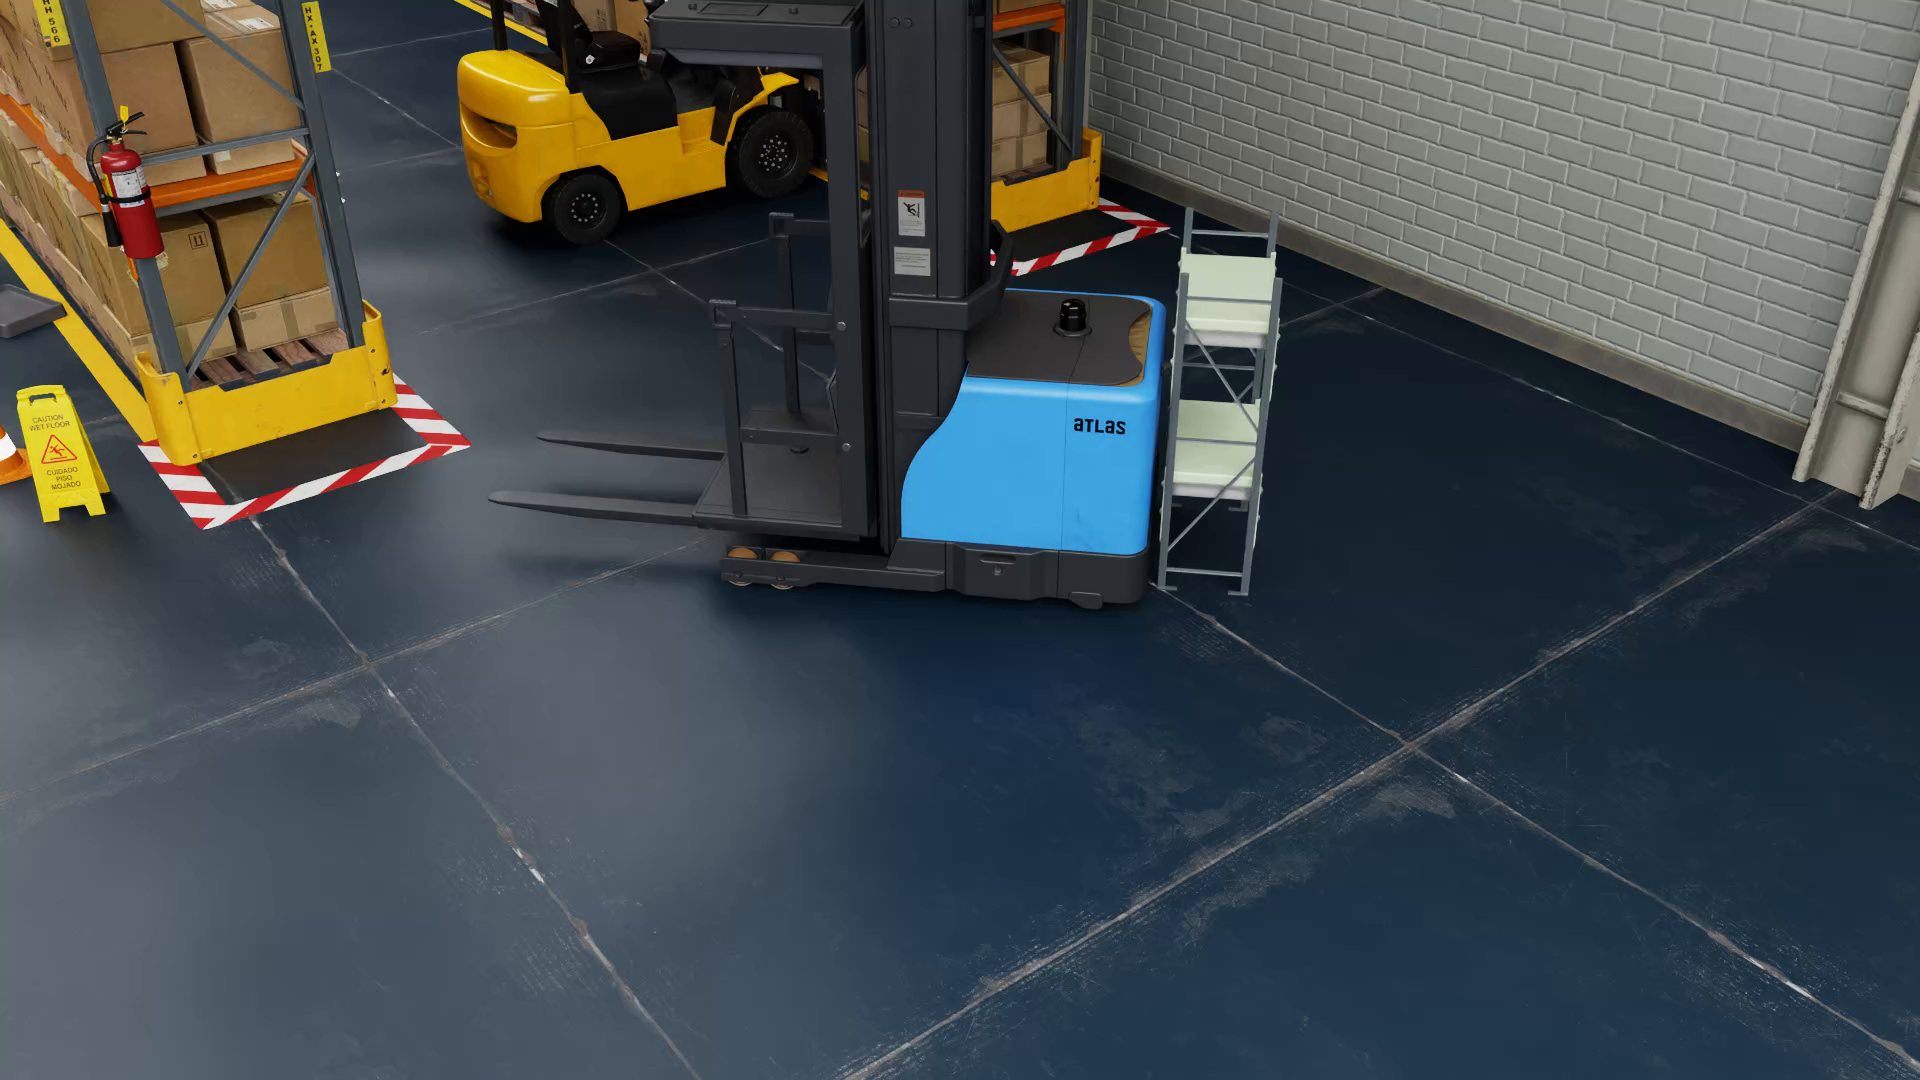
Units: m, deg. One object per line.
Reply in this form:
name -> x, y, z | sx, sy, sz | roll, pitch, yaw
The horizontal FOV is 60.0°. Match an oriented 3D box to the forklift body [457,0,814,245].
forklift body -> -2.204, -3.307, 11.037 | 2.313, 2.155, 1.214 | -22, 38, -31

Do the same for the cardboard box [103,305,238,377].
cardboard box -> -4.242, -1.131, 8.936 | 0.500, 0.250, 0.500 | -22, 38, -32

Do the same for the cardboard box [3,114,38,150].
cardboard box -> -5.310, -2.402, 9.658 | 0.380, 0.149, 0.250 | -20, 37, -29

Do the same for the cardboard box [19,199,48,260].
cardboard box -> -5.487, -1.986, 10.312 | 0.500, 0.250, 0.500 | -20, 37, -29

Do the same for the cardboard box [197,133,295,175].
cardboard box -> -3.564, -1.962, 8.305 | 0.380, 0.149, 0.250 | -22, 38, -31

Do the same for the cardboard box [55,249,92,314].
cardboard box -> -4.864, -1.555, 9.619 | 0.500, 0.250, 0.500 | -24, 39, -33

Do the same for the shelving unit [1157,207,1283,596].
shelving unit -> 1.128, -0.600, 7.294 | 0.431, 1.500, 0.755 | 4, 32, 7

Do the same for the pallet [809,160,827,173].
pallet -> -0.846, -3.097, 12.536 | 1.003, 0.211, 1.213 | -22, 38, -31

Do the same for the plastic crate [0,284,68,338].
plastic crate -> -5.657, -1.368, 9.876 | 0.583, 0.080, 0.402 | 18, 36, 27

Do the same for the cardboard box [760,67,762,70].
cardboard box -> -1.391, -3.634, 12.492 | 0.500, 0.250, 0.500 | -23, 38, -32

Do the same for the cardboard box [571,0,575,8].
cardboard box -> -3.315, -5.157, 15.063 | 0.875, 0.625, 0.625 | -24, 39, -33

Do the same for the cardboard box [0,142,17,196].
cardboard box -> -5.823, -2.523, 10.467 | 0.500, 0.500, 0.500 | -20, 37, -29

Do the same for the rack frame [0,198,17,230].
rack frame -> -5.972, -3.528, 10.587 | 1.000, 3.000, 0.127 | -22, 38, -31

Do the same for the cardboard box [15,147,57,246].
cardboard box -> -5.169, -2.087, 9.765 | 0.500, 0.500, 0.500 | -20, 37, -29

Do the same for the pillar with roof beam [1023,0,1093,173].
pillar with roof beam -> -2.716, -5.205, 7.602 | 9.100, 9.000, 0.400 | -22, 38, -31

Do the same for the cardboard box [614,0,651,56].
cardboard box -> -2.382, -4.518, 14.035 | 0.875, 0.625, 0.625 | -20, 37, -29

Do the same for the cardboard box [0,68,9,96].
cardboard box -> -5.255, -2.650, 9.411 | 0.380, 0.149, 0.250 | -22, 38, -31

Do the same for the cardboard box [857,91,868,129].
cardboard box -> -0.445, -3.005, 11.479 | 0.500, 0.250, 0.500 | -23, 38, -32

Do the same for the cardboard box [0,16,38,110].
cardboard box -> -4.677, -2.586, 8.694 | 0.500, 0.500, 0.500 | -22, 38, -32

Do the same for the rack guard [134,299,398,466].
rack guard -> -3.566, -0.830, 8.613 | 1.175, 0.500, 0.348 | -22, 38, -31

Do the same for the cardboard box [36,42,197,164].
cardboard box -> -4.070, -2.166, 8.018 | 0.500, 0.500, 0.500 | -23, 39, -32

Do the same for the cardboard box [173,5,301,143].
cardboard box -> -3.590, -2.316, 8.260 | 0.500, 0.500, 0.500 | -23, 39, -32

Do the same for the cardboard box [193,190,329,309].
cardboard box -> -3.810, -1.625, 9.020 | 0.500, 0.500, 0.500 | -24, 39, -33

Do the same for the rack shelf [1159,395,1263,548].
rack shelf -> 1.128, -0.323, 7.466 | 0.431, 0.370, 0.720 | 4, 32, 7

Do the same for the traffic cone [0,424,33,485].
traffic cone -> -4.802, -0.545, 8.188 | 0.336, 0.463, 0.334 | -22, 38, -31

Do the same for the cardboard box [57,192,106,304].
cardboard box -> -4.539, -1.655, 9.070 | 0.500, 0.500, 0.500 | -21, 37, -30

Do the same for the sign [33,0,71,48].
sign -> -3.970, -2.315, 7.238 | 0.100, 0.325, 0.005 | -22, 38, -31

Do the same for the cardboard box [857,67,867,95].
cardboard box -> -0.447, -3.205, 11.328 | 0.500, 0.250, 0.500 | -22, 38, -31

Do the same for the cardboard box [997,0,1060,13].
cardboard box -> 0.315, -3.807, 10.941 | 0.500, 0.500, 0.500 | -21, 37, -30

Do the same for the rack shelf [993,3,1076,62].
rack shelf -> -0.827, -3.996, 12.023 | 1.077, 0.370, 4.000 | -22, 38, -31

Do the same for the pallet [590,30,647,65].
pallet -> -2.536, -4.245, 14.385 | 1.003, 0.211, 1.213 | -22, 38, -31

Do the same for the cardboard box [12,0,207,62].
cardboard box -> -4.005, -2.596, 7.763 | 0.700, 0.500, 0.500 | -23, 39, -33

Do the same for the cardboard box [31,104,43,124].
cardboard box -> -4.757, -2.351, 8.930 | 0.380, 0.149, 0.250 | -23, 38, -32

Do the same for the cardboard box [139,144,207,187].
cardboard box -> -3.917, -1.840, 8.108 | 0.380, 0.149, 0.250 | -21, 37, -30

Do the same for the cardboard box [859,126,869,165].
cardboard box -> -0.436, -2.782, 11.595 | 0.500, 0.250, 0.500 | -22, 38, -31

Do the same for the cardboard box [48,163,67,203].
cardboard box -> -4.646, -1.952, 8.932 | 0.380, 0.149, 0.250 | -22, 38, -31

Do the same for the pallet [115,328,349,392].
pallet -> -4.036, -1.058, 9.253 | 1.003, 0.211, 1.213 | -22, 38, -31

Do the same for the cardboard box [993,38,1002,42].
cardboard box -> -0.055, -3.372, 11.596 | 0.500, 0.250, 0.500 | -22, 38, -31

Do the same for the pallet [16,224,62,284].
pallet -> -5.532, -2.075, 10.890 | 1.003, 0.211, 1.213 | -22, 38, -31

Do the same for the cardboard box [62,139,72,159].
cardboard box -> -4.301, -2.024, 8.404 | 0.380, 0.149, 0.250 | -23, 39, -32

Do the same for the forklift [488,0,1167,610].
forklift -> -0.623, -1.295, 7.058 | 3.031, 2.935, 1.130 | 5, 32, 7

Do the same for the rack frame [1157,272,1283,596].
rack frame -> 1.076, -0.408, 6.986 | 0.400, 1.500, 0.023 | 4, 32, 7

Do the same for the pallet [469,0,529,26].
pallet -> -4.032, -5.262, 16.022 | 1.003, 0.211, 1.213 | -22, 38, -31
